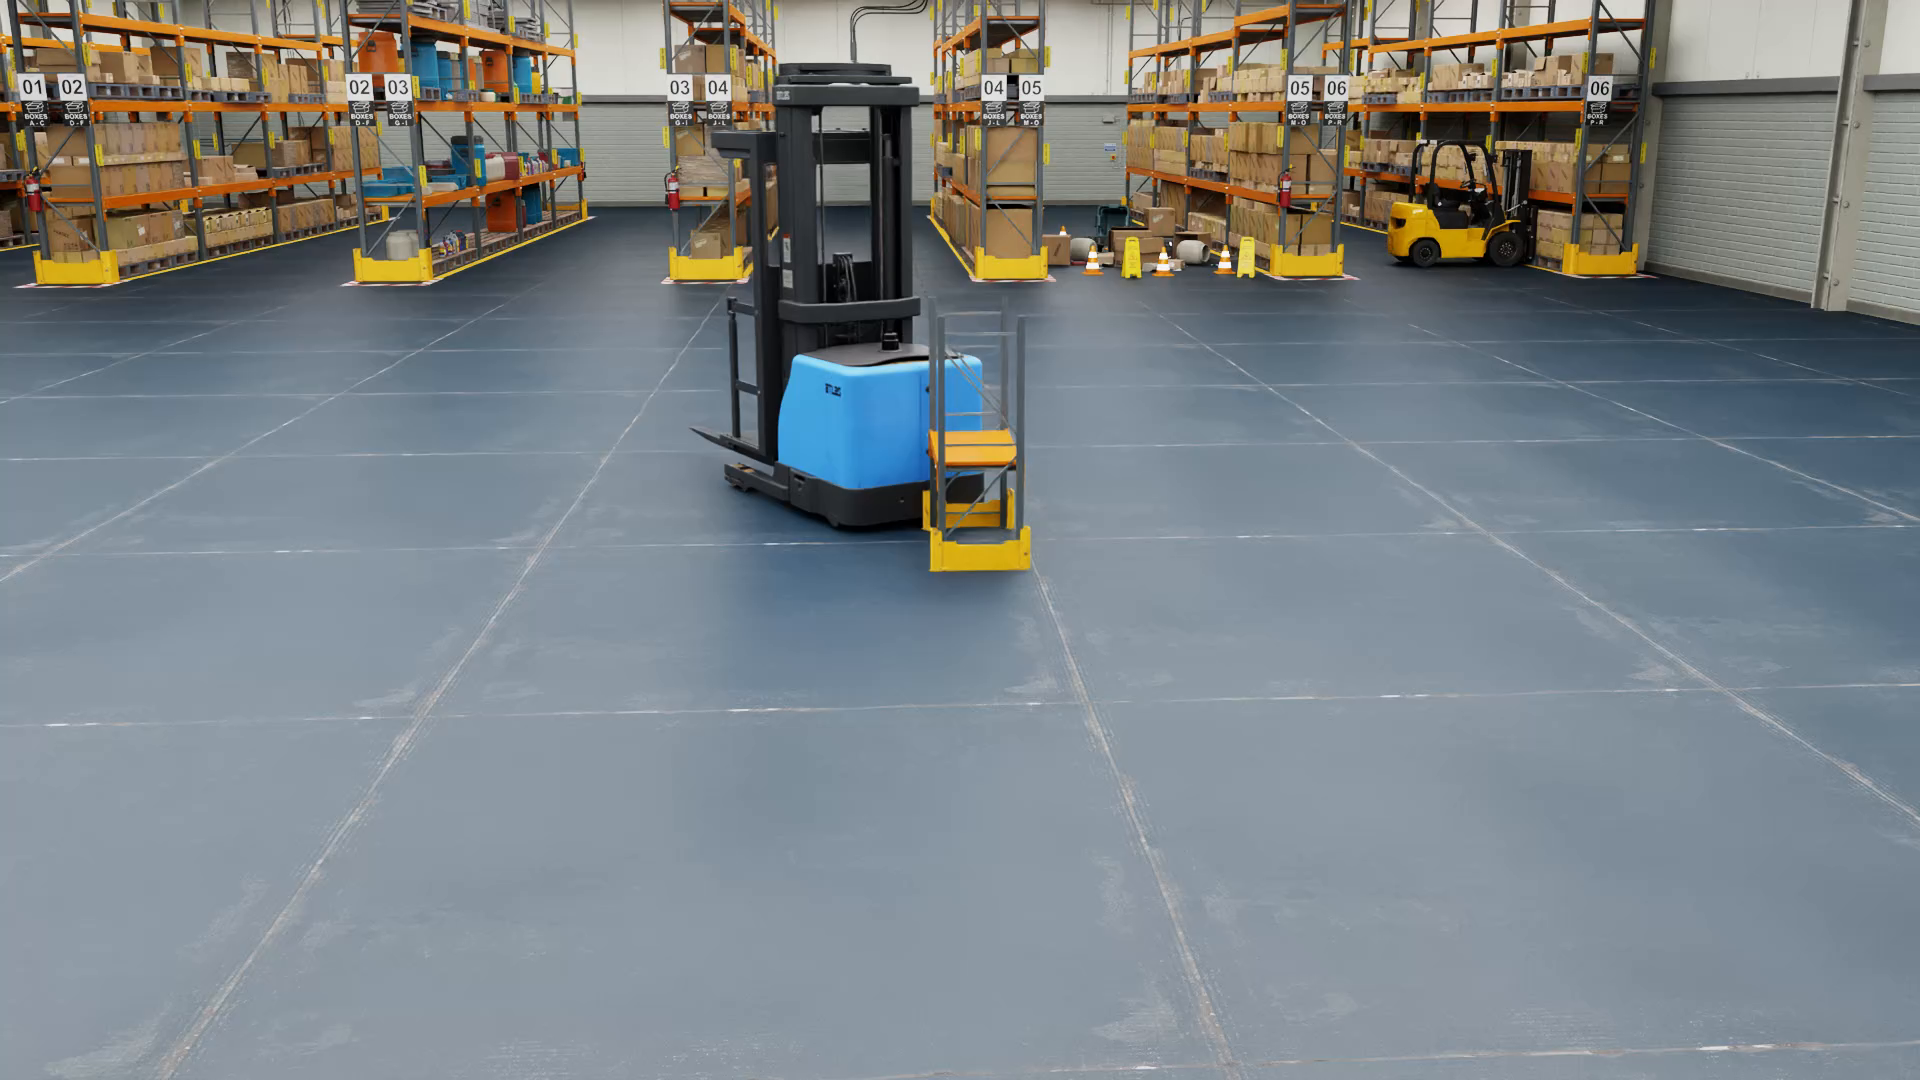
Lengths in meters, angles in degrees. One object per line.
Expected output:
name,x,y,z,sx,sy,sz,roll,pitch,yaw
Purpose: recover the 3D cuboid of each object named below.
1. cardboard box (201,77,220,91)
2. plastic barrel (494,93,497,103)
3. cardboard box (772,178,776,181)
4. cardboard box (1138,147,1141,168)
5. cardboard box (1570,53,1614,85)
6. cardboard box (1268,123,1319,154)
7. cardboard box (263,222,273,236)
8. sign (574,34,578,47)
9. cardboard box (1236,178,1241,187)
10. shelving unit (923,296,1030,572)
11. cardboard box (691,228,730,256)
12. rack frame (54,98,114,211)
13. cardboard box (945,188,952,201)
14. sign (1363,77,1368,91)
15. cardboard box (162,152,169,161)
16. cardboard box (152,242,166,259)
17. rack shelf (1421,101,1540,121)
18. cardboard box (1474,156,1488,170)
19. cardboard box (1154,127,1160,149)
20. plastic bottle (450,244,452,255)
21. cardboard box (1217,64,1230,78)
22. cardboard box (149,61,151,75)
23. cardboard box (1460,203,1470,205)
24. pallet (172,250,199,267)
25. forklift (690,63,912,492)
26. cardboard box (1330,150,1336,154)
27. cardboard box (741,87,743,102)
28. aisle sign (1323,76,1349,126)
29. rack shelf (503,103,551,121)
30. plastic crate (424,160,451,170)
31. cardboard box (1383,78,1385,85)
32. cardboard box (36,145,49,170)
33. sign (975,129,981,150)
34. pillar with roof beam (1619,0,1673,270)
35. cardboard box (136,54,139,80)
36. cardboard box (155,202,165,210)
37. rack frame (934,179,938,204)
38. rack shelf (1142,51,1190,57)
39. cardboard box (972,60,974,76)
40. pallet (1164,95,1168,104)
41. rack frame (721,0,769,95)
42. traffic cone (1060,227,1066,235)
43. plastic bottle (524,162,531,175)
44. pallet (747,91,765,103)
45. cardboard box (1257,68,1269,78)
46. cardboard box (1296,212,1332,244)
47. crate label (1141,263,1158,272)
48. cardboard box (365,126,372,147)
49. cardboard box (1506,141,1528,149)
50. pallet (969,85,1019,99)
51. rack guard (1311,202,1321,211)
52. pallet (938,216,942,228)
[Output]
cardboard box,-14.314,-8.605,31.389,0.500,0.250,0.500,-2,15,-8
plastic barrel,-9.494,-8.932,33.515,0.294,0.245,0.294,0,14,0
cardboard box,-4.881,-8.250,39.994,0.875,0.875,0.875,-1,14,-3
cardboard box,4.642,-9.383,40.773,0.500,0.500,0.500,0,14,-2
cardboard box,10.453,-7.792,27.527,0.500,0.500,0.500,0,14,-2
cardboard box,5.520,-6.656,27.570,0.700,0.500,0.500,-1,14,-5
cardboard box,-14.228,-6.285,33.608,0.500,0.250,0.500,-1,14,-2
sign,-9.508,-12.367,41.179,0.100,0.325,0.005,-1,14,-3
cardboard box,5.289,-6.583,30.597,0.380,0.149,0.250,0,14,-2
shelving unit,0.087,-0.676,10.143,0.587,1.500,1.083,-1,14,-4
cardboard box,-4.214,-4.999,28.109,0.500,0.500,0.500,3,15,11
rack frame,-19.696,-8.457,37.377,1.000,3.000,0.127,-1,14,-3
cardboard box,-0.090,-7.774,37.389,0.500,0.250,0.500,0,14,-2
sign,9.439,-10.610,38.686,0.100,0.325,0.005,-1,14,-3
cardboard box,-13.976,-6.651,28.856,0.380,0.149,0.250,-1,14,-4
cardboard box,-13.911,-4.932,28.350,0.500,0.250,0.500,-1,14,-3
rack shelf,10.352,-8.529,33.081,1.077,0.370,4.000,-1,14,-3
cardboard box,10.191,-7.215,31.847,0.500,0.250,0.500,-1,14,-5
cardboard box,4.767,-9.258,38.283,0.500,0.500,0.500,-1,14,-3
plastic bottle,-8.899,-5.074,28.961,0.097,0.201,0.097,0,14,0
cardboard box,5.274,-9.071,32.198,0.500,0.250,0.500,-1,14,-3
cardboard box,-19.606,-11.145,39.554,0.500,0.500,0.500,0,14,-2
cardboard box,10.344,-6.491,33.656,0.875,0.625,0.625,-1,15,-6
pallet,-14.249,-4.996,29.521,1.003,0.211,1.213,-1,14,-3
forklift,-1.041,-1.817,11.707,1.121,2.935,3.031,-9,17,-31
cardboard box,9.558,-9.615,41.581,0.500,0.250,0.500,-1,14,-4
cardboard box,-4.021,-7.711,28.758,0.500,0.250,0.500,-1,14,-4
aisle sign,6.083,-7.104,26.899,0.394,0.787,0.004,-1,14,-3
rack shelf,-9.684,-9.217,35.754,1.077,0.370,4.000,-1,14,-3
plastic crate,-9.648,-6.767,30.680,0.402,0.464,0.583,-1,14,-3
cardboard box,9.739,-10.308,37.413,0.380,0.149,0.250,-1,14,-3
cardboard box,-19.246,-7.920,34.450,0.500,0.500,0.500,0,14,-2
sign,0.293,-6.424,26.676,0.100,0.325,0.005,-1,14,-3
pillar with roof beam,7.284,-8.959,27.287,9.100,9.000,0.400,-1,14,-3
cardboard box,-14.280,-7.907,27.889,0.797,0.503,0.637,1,14,3
cardboard box,-19.769,-8.148,40.348,0.700,0.500,0.500,-1,14,-4
rack frame,-0.156,-9.733,42.335,1.000,3.000,0.127,-1,14,-3
rack shelf,4.903,-11.795,40.164,0.919,0.124,3.809,-1,14,-3
cardboard box,0.466,-7.896,27.837,0.500,0.250,0.500,-1,14,-4
pallet,5.133,-9.972,37.630,0.805,0.209,1.217,-1,15,-6
rack frame,-4.864,-11.592,37.521,1.000,3.000,0.127,-1,14,-3
traffic cone,2.012,-5.877,32.439,0.336,0.463,0.334,-1,14,-3
plastic bottle,-9.350,-8.013,35.898,0.152,0.276,0.135,-1,14,-3
pallet,-4.368,-8.472,31.791,1.213,0.211,1.003,-1,14,-3
cardboard box,5.326,-8.033,28.611,0.380,0.149,0.250,-1,14,-2
cardboard box,5.994,-5.301,28.280,0.500,0.500,0.500,-1,14,-5
crate label,3.258,-4.649,28.320,0.250,0.136,0.298,-9,17,-32
cardboard box,-14.666,-9.830,40.505,0.500,0.500,0.500,0,14,-2
cardboard box,10.324,-7.287,30.729,0.380,0.149,0.250,-1,14,-3
pallet,0.701,-7.652,28.405,1.003,0.211,1.213,-1,14,-3
rack guard,9.737,-8.683,43.269,1.175,0.500,0.348,-1,14,-3
pallet,0.015,-7.554,39.463,1.003,0.211,1.213,-1,14,-3
